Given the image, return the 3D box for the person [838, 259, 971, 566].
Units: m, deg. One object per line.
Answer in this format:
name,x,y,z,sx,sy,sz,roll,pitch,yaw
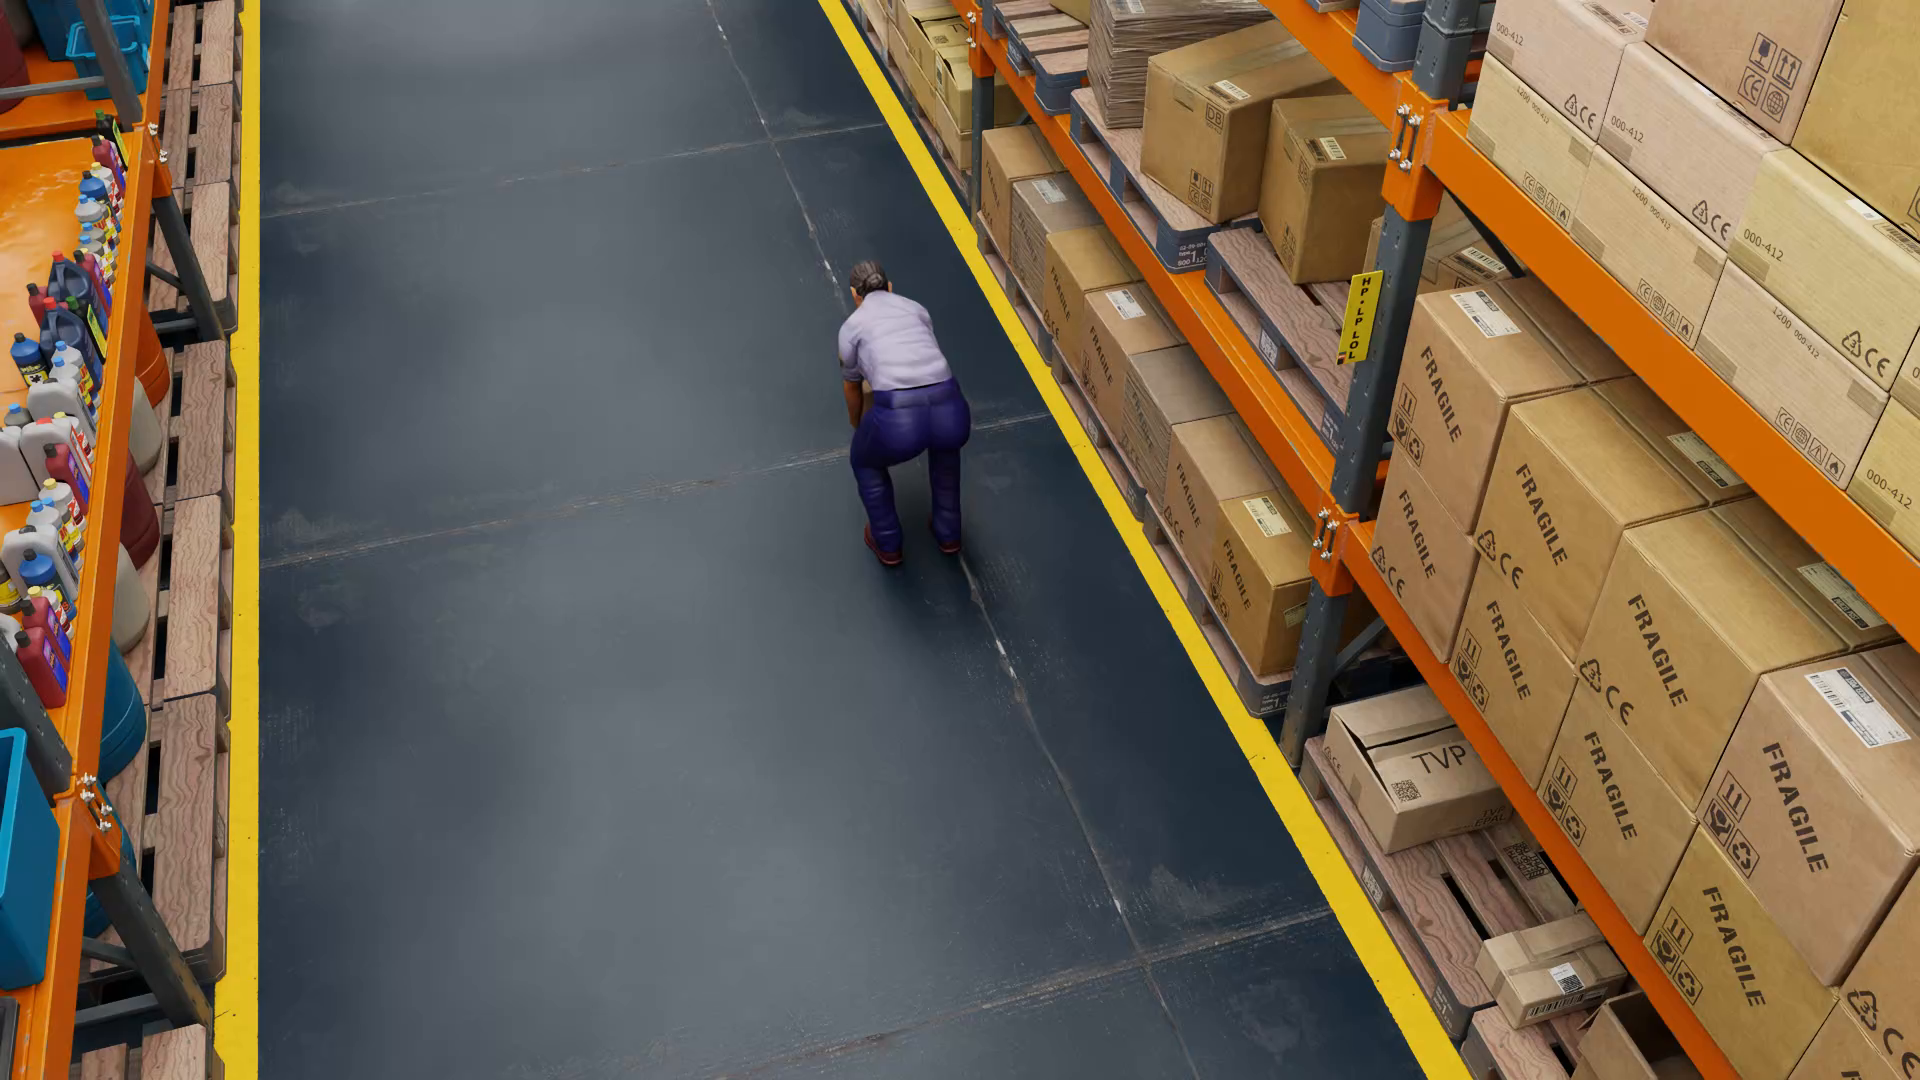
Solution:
person,-0.259,-0.523,7.117,0.491,1.147,0.873,-14,44,-14
